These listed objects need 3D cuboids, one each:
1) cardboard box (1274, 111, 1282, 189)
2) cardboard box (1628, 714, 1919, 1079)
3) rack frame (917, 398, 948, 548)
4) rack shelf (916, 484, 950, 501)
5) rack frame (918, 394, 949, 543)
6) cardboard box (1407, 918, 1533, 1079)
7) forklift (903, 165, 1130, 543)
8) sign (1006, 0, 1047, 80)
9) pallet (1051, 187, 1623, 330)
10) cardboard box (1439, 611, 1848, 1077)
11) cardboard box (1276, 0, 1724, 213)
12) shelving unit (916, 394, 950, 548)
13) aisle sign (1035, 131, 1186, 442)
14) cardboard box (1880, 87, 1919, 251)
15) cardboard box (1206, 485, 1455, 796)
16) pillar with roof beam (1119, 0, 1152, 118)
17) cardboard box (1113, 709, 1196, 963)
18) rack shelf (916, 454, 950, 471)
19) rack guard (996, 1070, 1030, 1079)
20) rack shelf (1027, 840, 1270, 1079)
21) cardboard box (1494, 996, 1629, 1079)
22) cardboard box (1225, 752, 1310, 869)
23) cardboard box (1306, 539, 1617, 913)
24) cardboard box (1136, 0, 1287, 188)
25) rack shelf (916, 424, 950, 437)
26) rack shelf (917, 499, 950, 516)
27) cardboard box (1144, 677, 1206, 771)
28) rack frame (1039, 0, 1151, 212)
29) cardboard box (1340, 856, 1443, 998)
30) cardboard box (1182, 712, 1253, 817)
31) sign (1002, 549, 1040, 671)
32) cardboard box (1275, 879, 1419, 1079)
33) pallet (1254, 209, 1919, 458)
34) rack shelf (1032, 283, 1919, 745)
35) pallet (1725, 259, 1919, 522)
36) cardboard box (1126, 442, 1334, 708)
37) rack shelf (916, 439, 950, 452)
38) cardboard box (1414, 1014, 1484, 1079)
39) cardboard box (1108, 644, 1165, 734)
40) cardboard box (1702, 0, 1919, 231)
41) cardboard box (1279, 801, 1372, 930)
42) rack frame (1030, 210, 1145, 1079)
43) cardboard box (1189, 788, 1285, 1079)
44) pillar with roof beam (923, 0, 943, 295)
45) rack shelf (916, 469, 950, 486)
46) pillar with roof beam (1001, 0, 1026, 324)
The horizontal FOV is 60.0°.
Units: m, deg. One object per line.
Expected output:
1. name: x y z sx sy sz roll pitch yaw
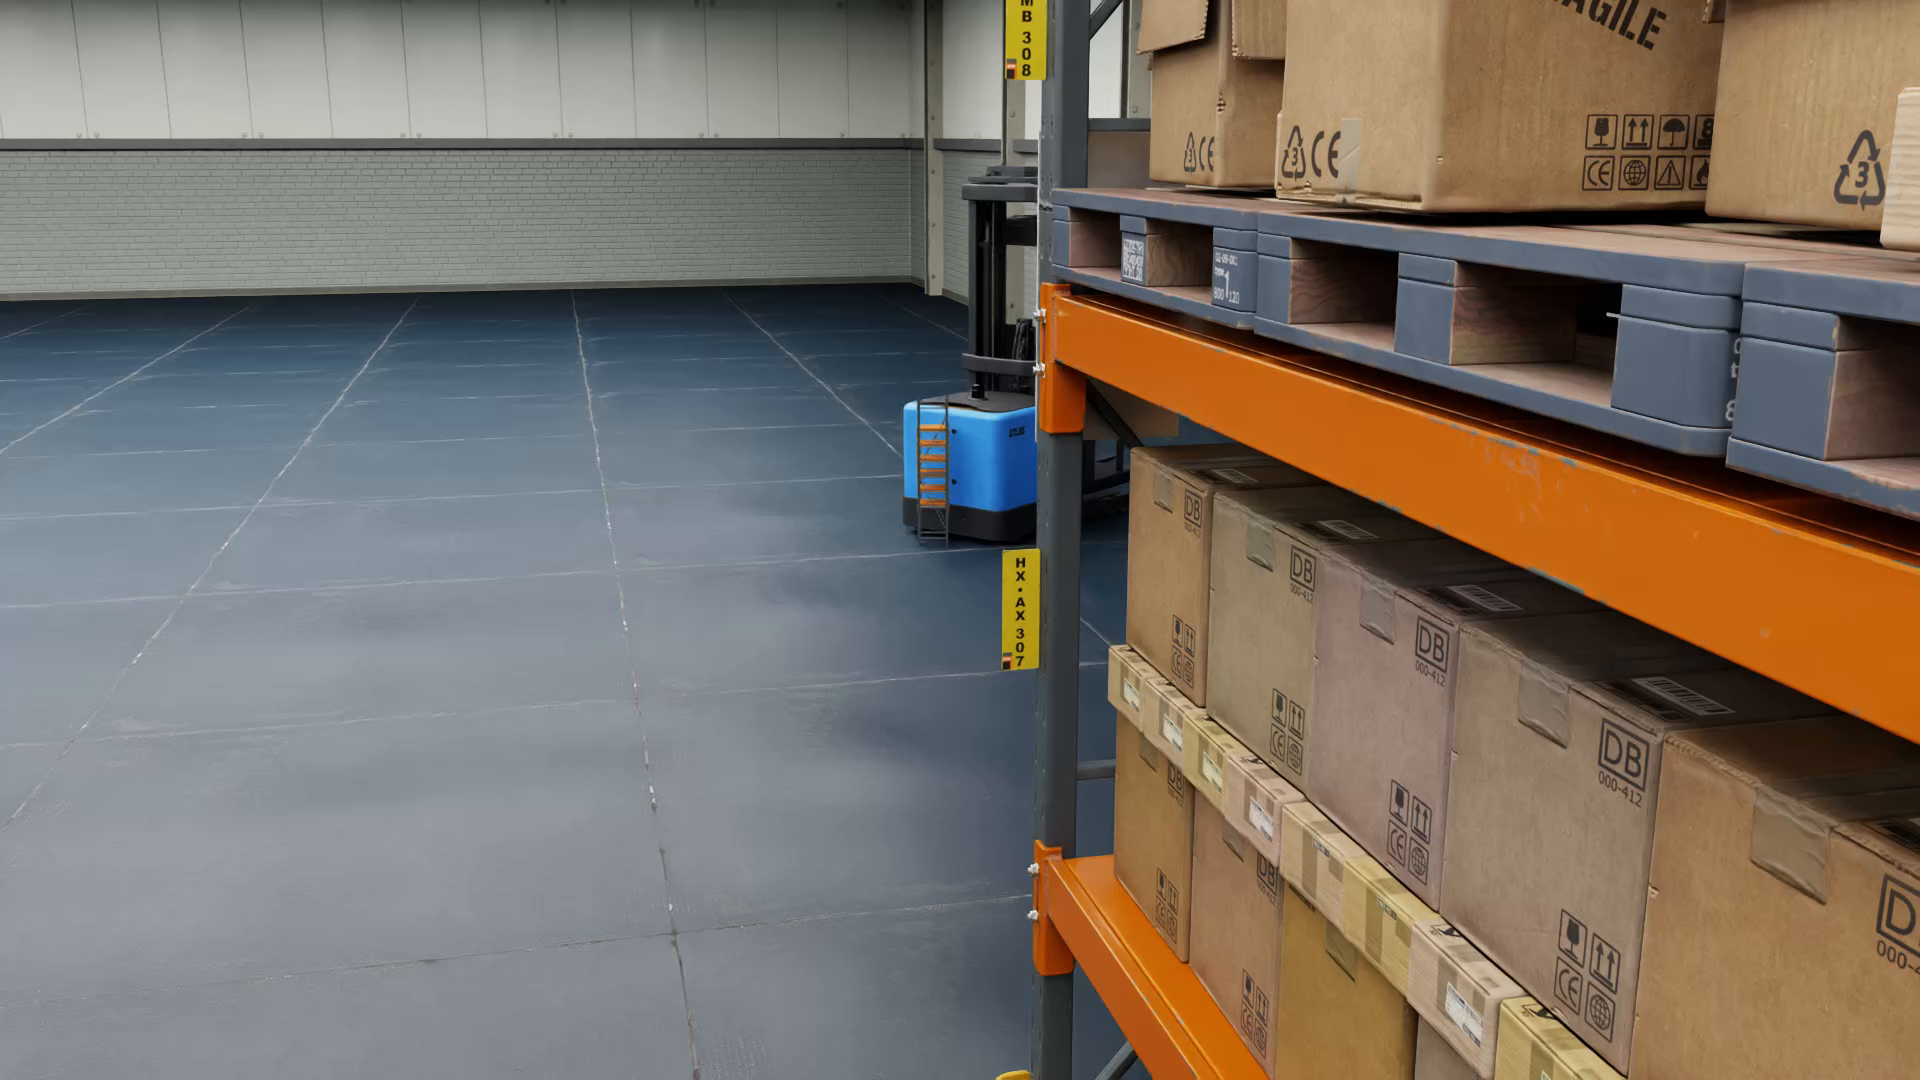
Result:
1. cardboard box: 0.806 -0.713 3.054 0.380 0.149 0.250 -3 14 -13
2. cardboard box: 1.293 0.523 2.022 0.700 0.500 0.500 -3 14 -13
3. rack frame: -0.213 -0.518 13.020 0.240 1.200 0.006 0 14 2
4. rack shelf: -0.210 -0.380 13.148 0.258 0.103 0.180 0 14 2
5. rack frame: -0.208 -0.562 13.198 0.240 1.200 0.006 0 14 2
6. cardboard box: 0.944 0.706 2.638 0.380 0.149 0.250 -3 14 -13
7. forklift: 0.825 -1.694 14.185 1.130 2.935 3.031 10 17 36
8. sign: 0.160 -1.278 4.008 0.100 0.325 0.005 -3 14 -13
9. pallet: 0.842 -0.637 3.579 1.003 0.211 1.213 -3 14 -13
10. cardboard box: 1.176 0.408 2.494 0.700 0.500 0.500 -3 14 -13
11. cardboard box: 0.825 -0.766 2.533 0.500 0.500 0.500 -3 14 -13
12. shelving unit: -0.210 -0.540 13.109 0.258 1.200 0.189 0 14 2
13. aisle sign: 0.388 -0.648 4.281 0.394 0.787 0.004 -3 14 -13
14. cardboard box: 1.091 -0.334 1.505 0.380 0.149 0.250 -3 14 -13
15. cardboard box: 0.939 0.176 3.443 0.700 0.500 0.500 -4 14 -15
16. pillar with roof beam: -1.892 -6.378 20.570 9.100 9.000 0.400 -3 14 -13
17. cardboard box: 0.798 0.673 4.142 0.700 0.500 0.500 -3 14 -13
18. rack shelf: -0.210 -0.613 13.091 0.258 0.103 0.180 0 14 2
19. rack guard: 0.695 1.822 4.917 1.175 0.500 0.348 -3 14 -13
20. rack shelf: 1.170 1.424 2.795 1.077 0.370 4.000 -3 14 -13
21. cardboard box: 1.006 0.767 2.389 0.380 0.149 0.250 -3 14 -11
22. cardboard box: 0.763 0.529 3.366 0.380 0.149 0.250 -4 14 -14
23. cardboard box: 1.058 0.292 2.967 0.700 0.500 0.500 -3 14 -13
24. cardboard box: 0.832 -1.034 3.619 0.797 0.503 0.637 -2 14 -9
25. rack shelf: -0.210 -0.846 13.034 0.258 0.103 0.180 0 14 2
26. rack shelf: -0.210 -0.264 13.176 0.258 0.103 0.180 0 14 2
27. cardboard box: 0.648 0.413 3.841 0.380 0.149 0.250 -4 14 -15
28. rack frame: 0.701 -2.301 3.886 1.000 3.000 0.127 -3 14 -13
29. cardboard box: 0.888 0.649 2.874 0.380 0.149 0.250 -3 14 -14
30. cardboard box: 0.705 0.470 3.605 0.380 0.149 0.250 -3 14 -13
31. sign: 0.160 0.184 4.365 0.100 0.325 0.005 -3 14 -13
32. cardboard box: 1.037 0.909 3.177 0.700 0.500 0.500 -3 14 -13
33. pallet: 1.132 -0.355 2.424 1.003 0.211 1.213 -3 14 -13
34. rack shelf: 1.170 -0.033 2.439 1.077 0.370 4.000 -3 14 -13
35. pallet: 1.415 -0.074 1.275 1.003 0.211 1.213 -3 14 -13
36. cardboard box: 0.810 0.055 3.938 0.700 0.500 0.500 -3 14 -13
37. rack shelf: -0.210 -0.730 13.062 0.258 0.103 0.180 0 14 2
38. cardboard box: 1.164 1.030 2.681 0.700 0.500 0.500 -3 14 -11
39. cardboard box: 0.584 0.352 4.089 0.380 0.149 0.250 -3 14 -14
40. cardboard box: 1.376 -0.630 1.970 0.797 0.503 0.637 -2 14 -7
41. cardboard box: 0.828 0.590 3.115 0.380 0.149 0.250 -4 14 -15
42. rack frame: 0.701 0.613 4.598 1.000 3.000 0.127 -3 14 -13
43. cardboard box: 0.926 0.794 3.647 0.700 0.500 0.500 -3 14 -12
44. pillar with roof beam: -4.710 -9.146 31.901 9.100 9.000 0.400 -3 14 -13
45. rack shelf: -0.210 -0.497 13.119 0.258 0.103 0.180 0 14 2
46. pillar with roof beam: -3.301 -7.762 26.236 9.100 9.000 0.400 -3 14 -13
